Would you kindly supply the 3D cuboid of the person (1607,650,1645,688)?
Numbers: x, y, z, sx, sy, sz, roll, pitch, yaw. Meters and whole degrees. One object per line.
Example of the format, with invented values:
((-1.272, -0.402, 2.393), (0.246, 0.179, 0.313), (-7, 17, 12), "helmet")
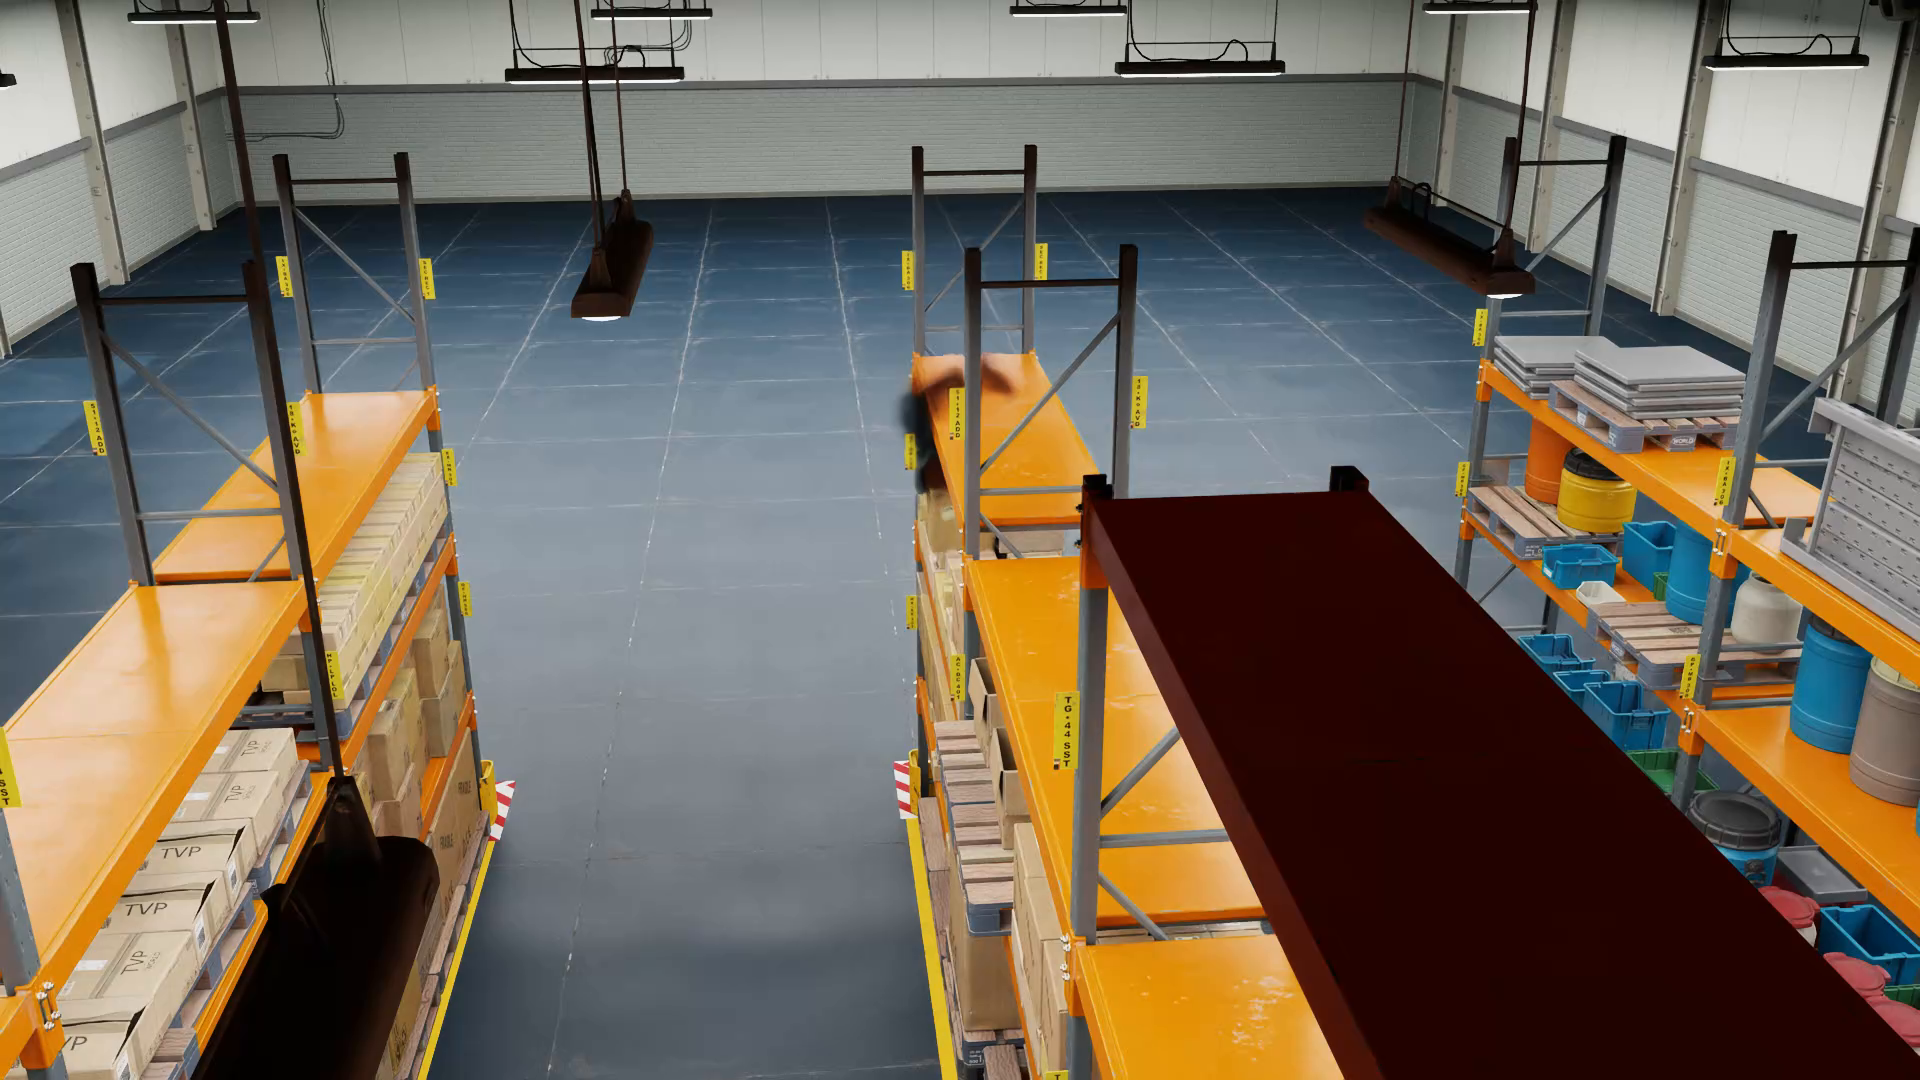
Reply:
((6.452, 1.294, 16.137), (0.623, 1.645, 0.580), (-11, 24, -25), "person")
